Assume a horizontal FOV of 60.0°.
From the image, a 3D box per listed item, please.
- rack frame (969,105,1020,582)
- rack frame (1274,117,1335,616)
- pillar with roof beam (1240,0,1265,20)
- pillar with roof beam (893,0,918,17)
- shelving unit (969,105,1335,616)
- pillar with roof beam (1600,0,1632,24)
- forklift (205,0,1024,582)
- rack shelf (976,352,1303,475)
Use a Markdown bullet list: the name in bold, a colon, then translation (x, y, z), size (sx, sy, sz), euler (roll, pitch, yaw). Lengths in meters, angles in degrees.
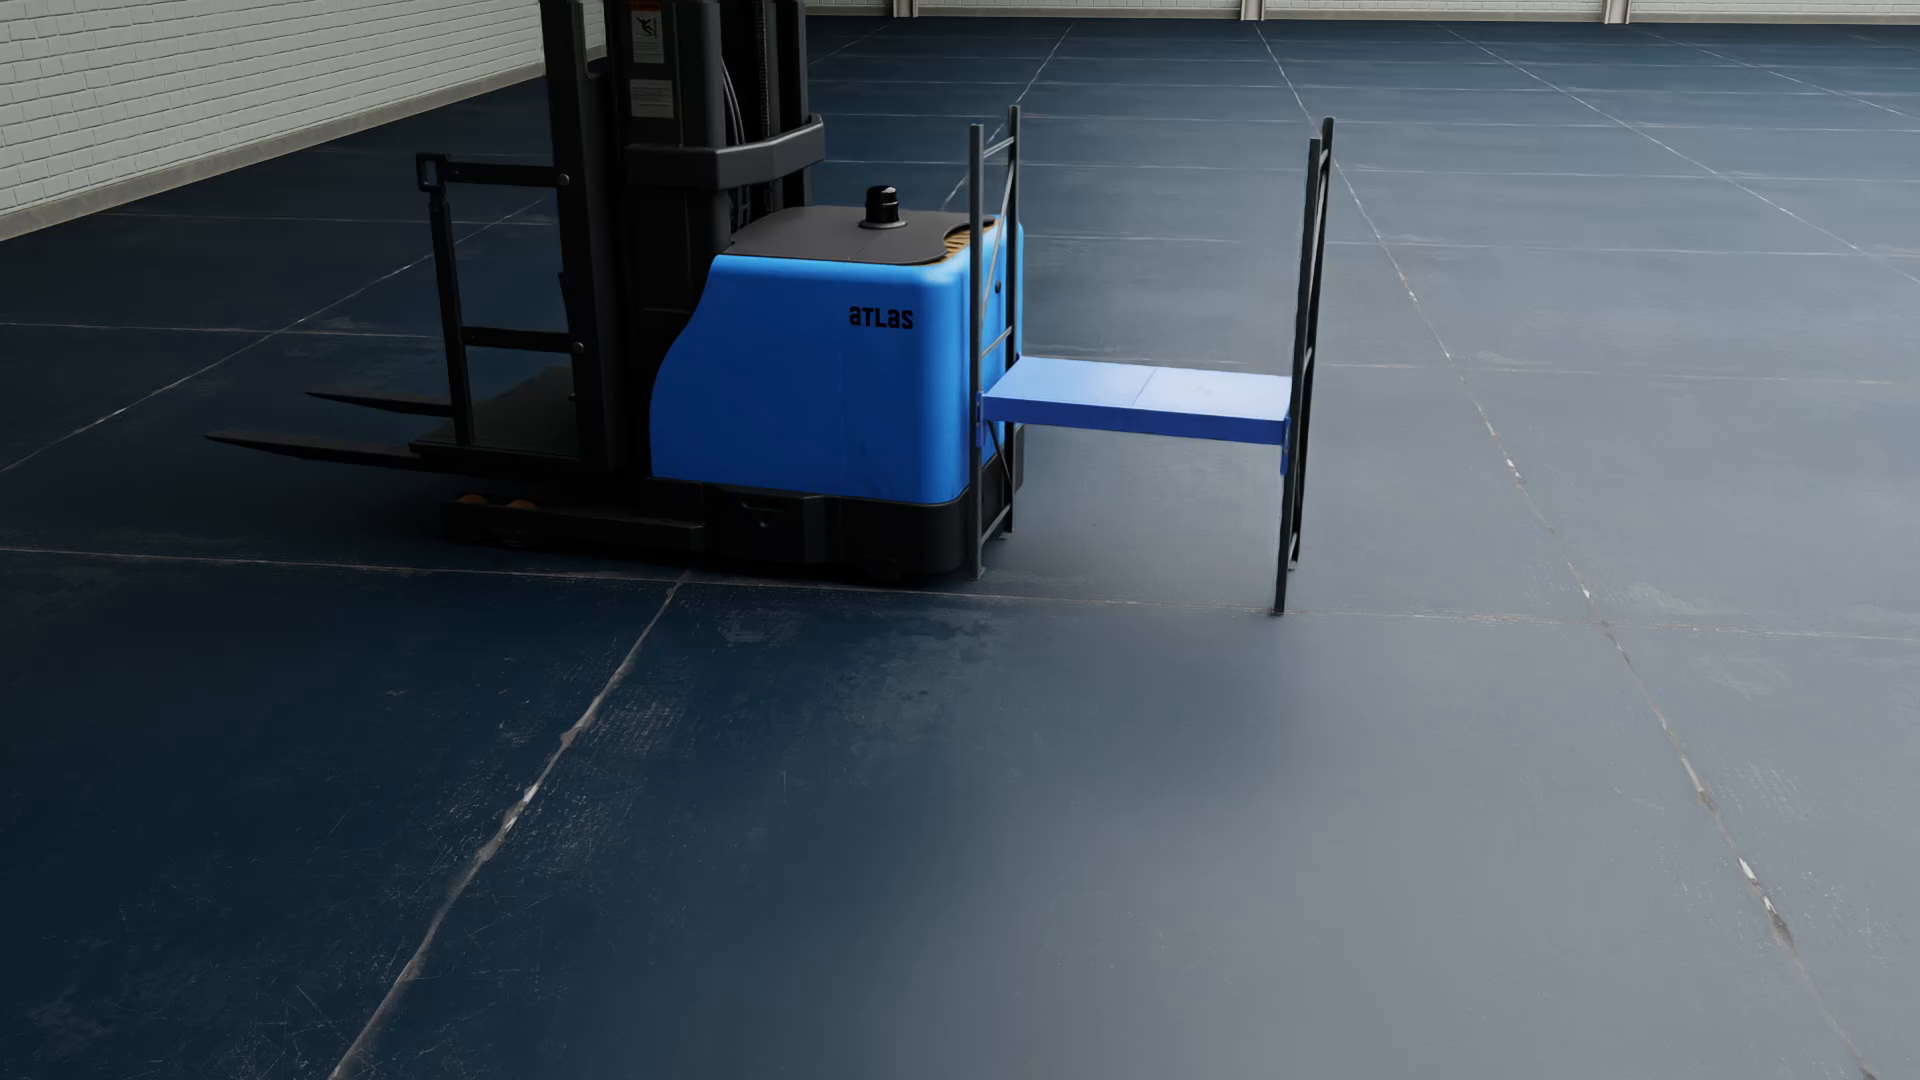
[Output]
- **rack frame**: translation (0.114, -0.647, 5.536), size (0.032, 1.500, 0.500), euler (6, 22, 15)
- **rack frame**: translation (1.090, -0.542, 5.272), size (0.032, 1.500, 0.500), euler (6, 22, 15)
- **pillar with roof beam**: translation (4.499, -11.539, 22.888), size (0.400, 9.000, 9.100), euler (2, 22, 6)
- **pillar with roof beam**: translation (-1.459, -11.799, 23.545), size (0.400, 9.000, 9.100), euler (2, 22, 6)
- **shelving unit**: translation (0.602, -0.595, 5.404), size (1.048, 1.500, 0.538), euler (6, 22, 15)
- **pillar with roof beam**: translation (10.457, -11.280, 22.232), size (0.400, 9.000, 9.100), euler (2, 22, 6)
- **forklift**: translation (-1.335, -1.515, 5.784), size (3.031, 2.935, 1.130), euler (6, 22, 15)
- **rack shelf**: translation (0.602, -0.427, 5.470), size (1.000, 0.185, 0.538), euler (6, 22, 15)
